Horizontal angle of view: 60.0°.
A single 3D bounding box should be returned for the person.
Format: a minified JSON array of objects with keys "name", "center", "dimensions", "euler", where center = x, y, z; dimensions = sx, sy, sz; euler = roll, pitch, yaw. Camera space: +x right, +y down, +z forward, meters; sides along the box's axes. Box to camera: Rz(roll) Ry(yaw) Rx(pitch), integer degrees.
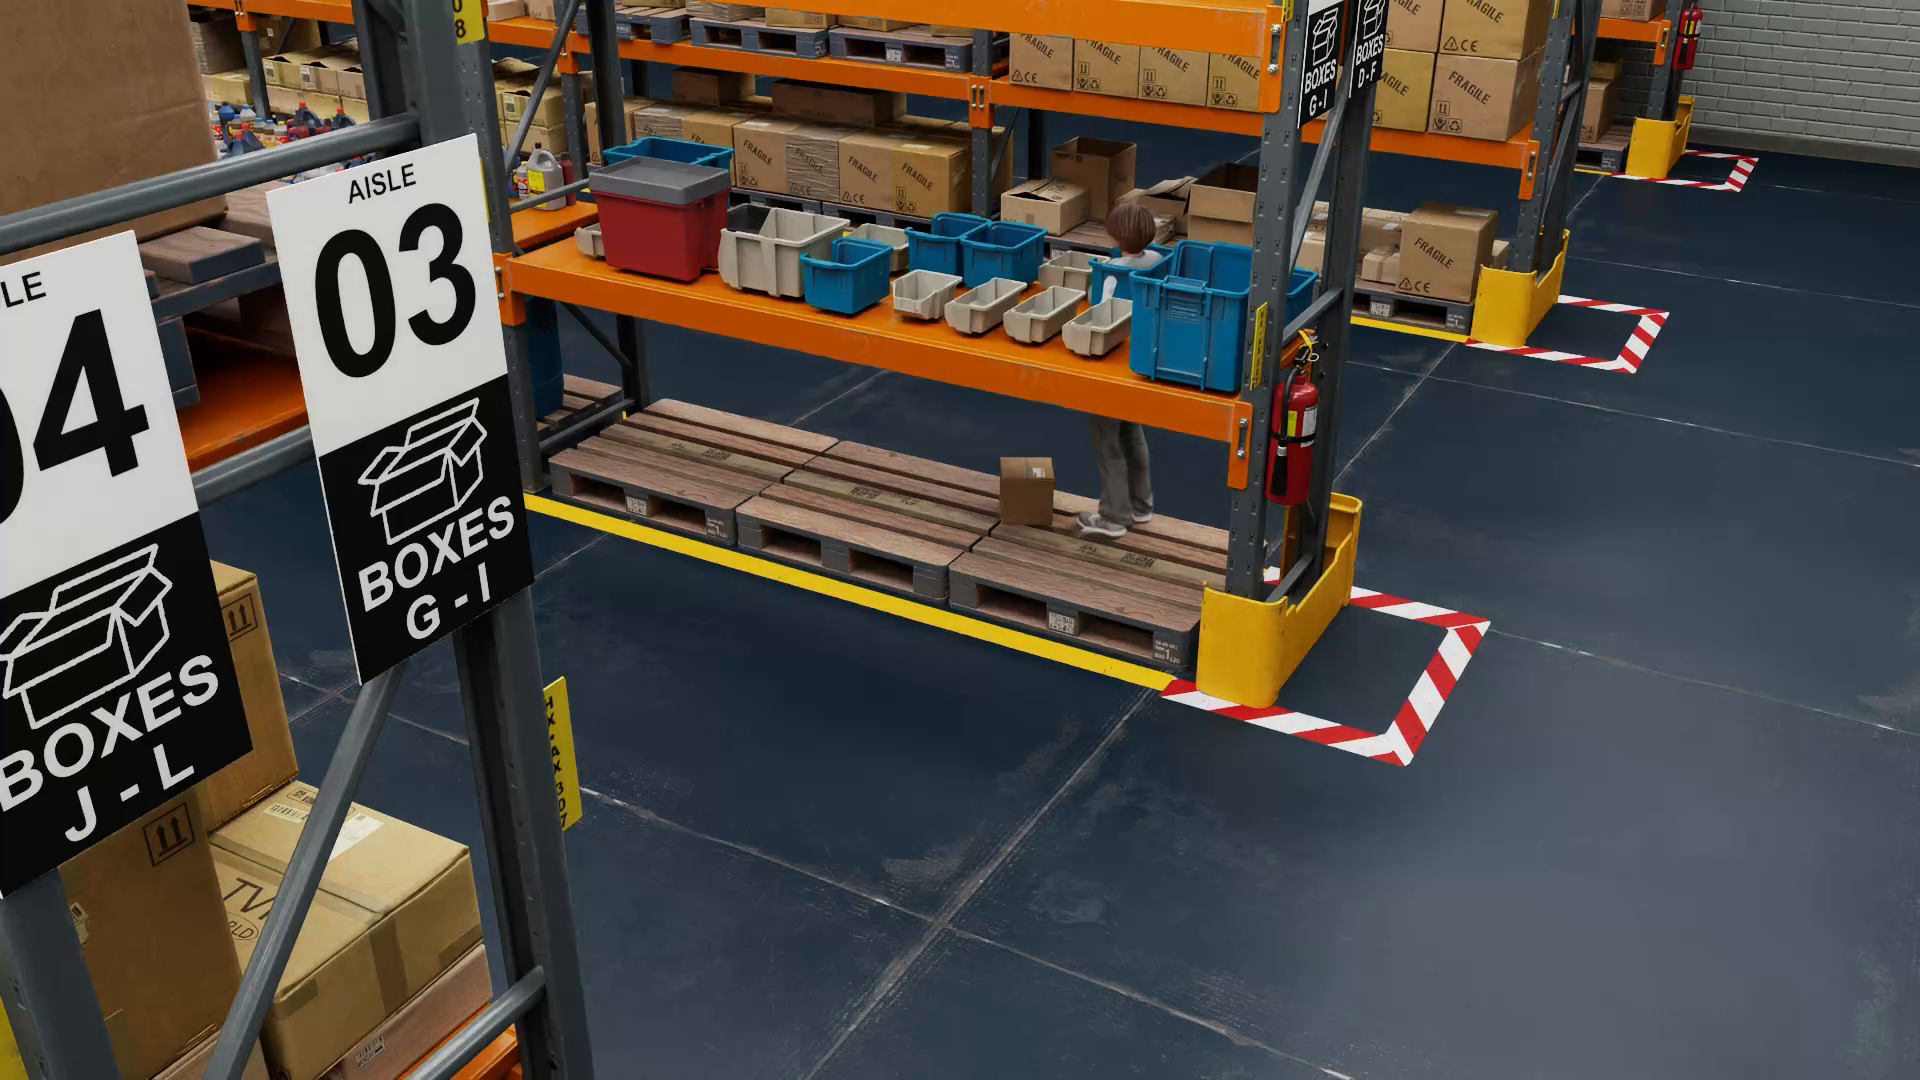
[{"name":"person","center":[0.745,-0.785,7.718],"dimensions":[0.307,1.598,0.408],"euler":[23,35,38]}]
